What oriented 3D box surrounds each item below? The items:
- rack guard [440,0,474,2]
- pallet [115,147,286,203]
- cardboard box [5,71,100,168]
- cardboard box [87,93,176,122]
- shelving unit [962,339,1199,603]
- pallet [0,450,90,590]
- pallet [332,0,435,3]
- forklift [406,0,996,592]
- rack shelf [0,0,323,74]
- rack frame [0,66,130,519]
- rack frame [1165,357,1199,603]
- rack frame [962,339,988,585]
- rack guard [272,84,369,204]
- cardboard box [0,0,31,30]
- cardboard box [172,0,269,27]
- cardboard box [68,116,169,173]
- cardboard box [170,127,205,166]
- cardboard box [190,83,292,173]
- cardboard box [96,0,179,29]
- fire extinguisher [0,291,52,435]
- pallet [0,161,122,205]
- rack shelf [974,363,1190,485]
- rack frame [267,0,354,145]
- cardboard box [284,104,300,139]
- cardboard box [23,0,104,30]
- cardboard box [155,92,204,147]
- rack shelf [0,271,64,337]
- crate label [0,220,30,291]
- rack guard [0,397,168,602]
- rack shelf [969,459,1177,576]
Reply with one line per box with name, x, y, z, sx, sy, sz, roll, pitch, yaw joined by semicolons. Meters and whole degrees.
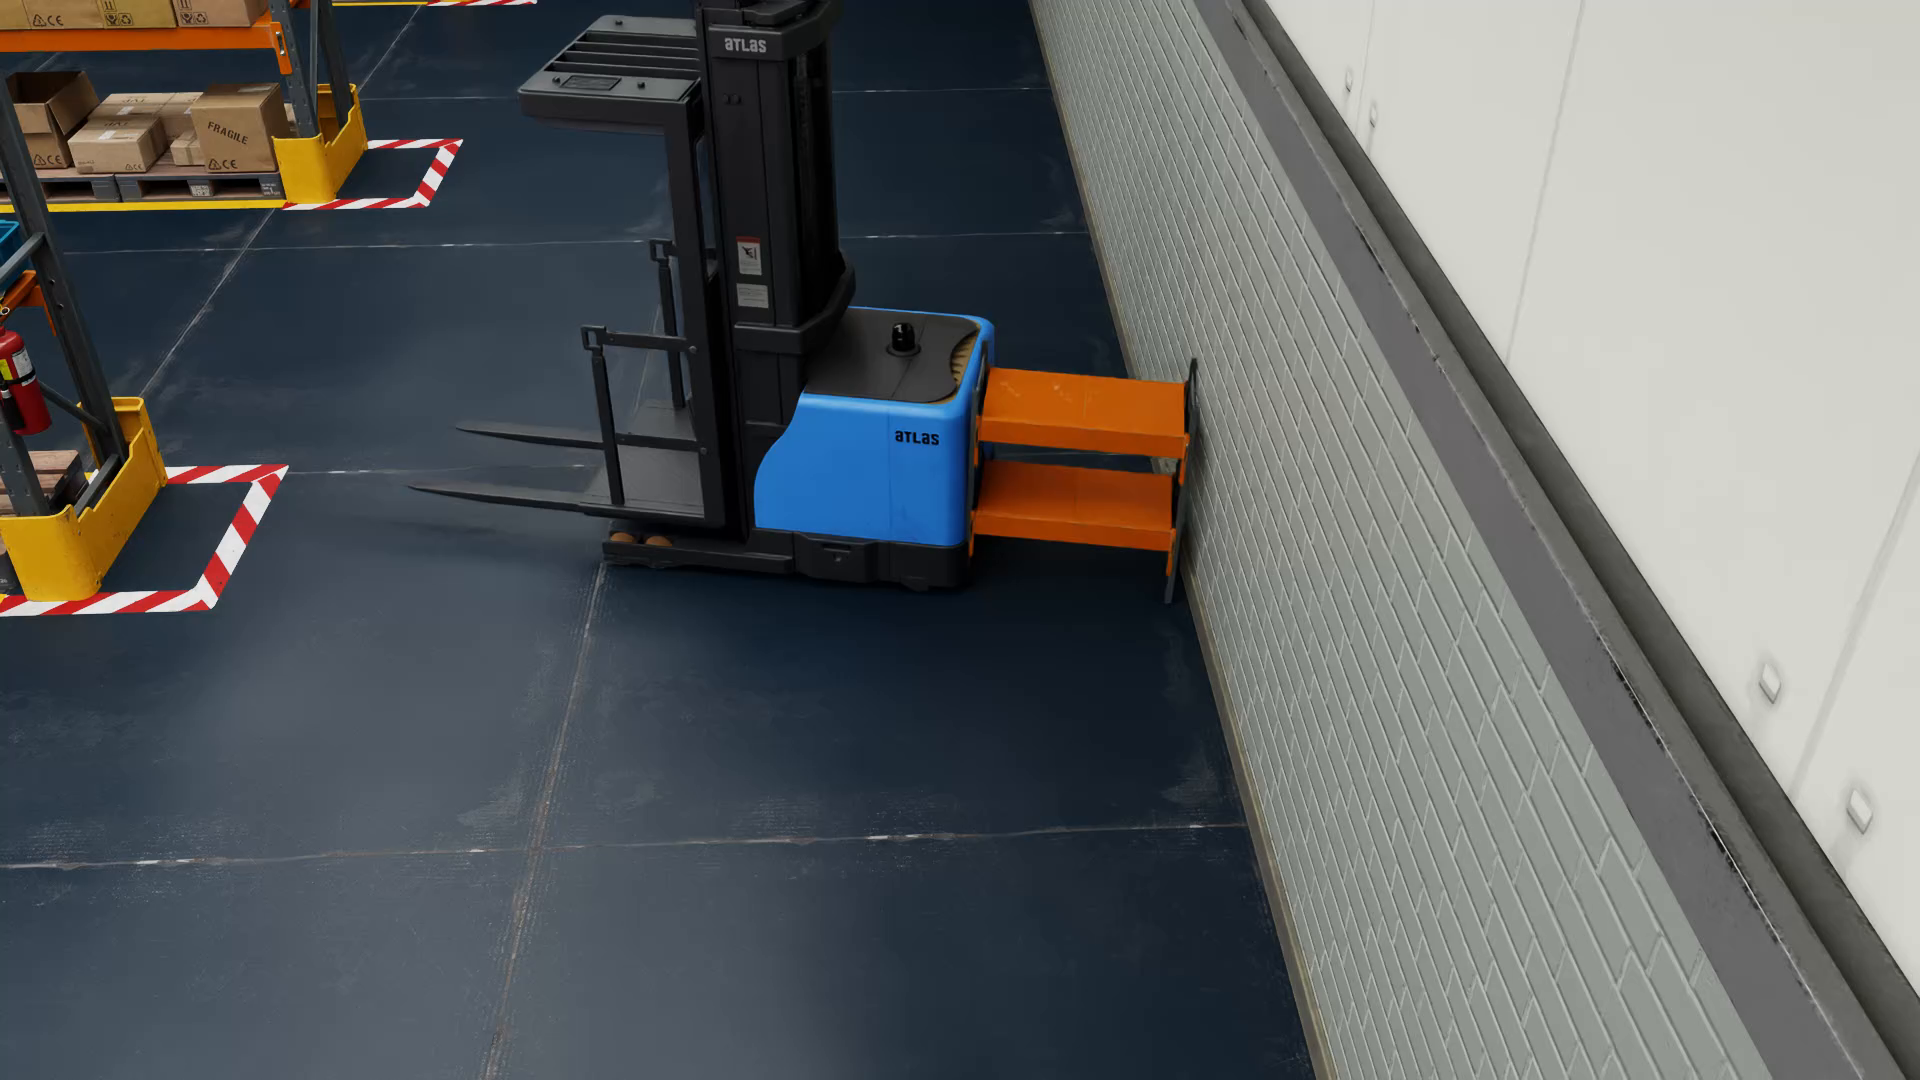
rack guard;-5.008;-5.856;16.772;0.348;0.500;1.175;-2;35;-2
pallet;-5.666;-2.896;12.750;1.213;0.211;1.003;-2;35;-2
cardboard box;-6.913;-3.167;12.498;0.637;0.503;0.797;-2;35;-2
cardboard box;-6.349;-3.237;12.821;0.500;0.250;0.500;-2;35;-2
shelving unit;0.581;-0.329;8.205;1.048;1.125;0.538;5;35;3
pallet;-5.389;-0.105;8.716;1.213;0.211;1.003;-2;35;-2
pallet;-5.827;-5.670;16.758;1.213;0.211;1.003;-2;35;-2
forklift;-1.376;-1.344;8.117;3.031;2.935;1.130;6;35;8
rack shelf;-6.792;-3.718;12.118;4.000;0.370;1.077;-2;35;-2
rack frame;-4.563;-1.252;7.923;0.127;3.000;1.000;-2;35;-2
rack frame;1.086;-0.283;8.175;0.032;1.125;0.500;5;35;3
rack frame;0.076;-0.376;8.236;0.032;1.125;0.500;5;35;3
rack guard;-4.870;-3.037;12.700;0.348;0.500;1.175;-2;35;-2
cardboard box;-6.748;-3.902;11.664;0.500;0.500;0.500;-2;35;-3
cardboard box;-5.228;-3.942;11.722;0.500;0.500;0.500;-1;35;-1
cardboard box;-6.276;-2.954;12.413;0.500;0.250;0.500;-2;35;-2
cardboard box;-5.734;-2.969;12.507;0.250;0.166;0.380;-2;35;-2
cardboard box;-5.325;-3.066;12.354;0.500;0.500;0.500;-2;35;-2
cardboard box;-5.746;-3.926;11.699;0.500;0.500;0.500;-1;35;-2
fire extinguisher;-4.391;-0.812;7.683;0.183;0.674;0.296;-2;35;-2
pallet;-6.882;-2.865;12.705;1.213;0.211;1.003;-2;35;-2
rack shelf;0.593;-0.568;8.036;1.000;0.278;0.538;5;35;3
rack frame;-4.794;-4.067;11.991;0.127;3.000;1.000;-2;35;-2
cardboard box;-5.228;-3.260;12.943;0.250;0.149;0.380;-2;35;-2
cardboard box;-6.245;-3.915;11.684;0.500;0.500;0.500;-1;35;-2
cardboard box;-5.850;-3.251;12.841;0.500;0.250;0.500;-2;35;-2
rack shelf;-6.561;-0.902;8.049;4.000;0.370;1.077;-2;35;-2
crate label;-4.825;-1.388;8.214;0.303;0.233;0.416;-2;35;-2
rack guard;-4.540;-0.232;8.646;0.348;0.500;1.175;-2;35;-2
rack shelf;0.571;-0.130;8.347;1.000;0.278;0.538;5;35;3
